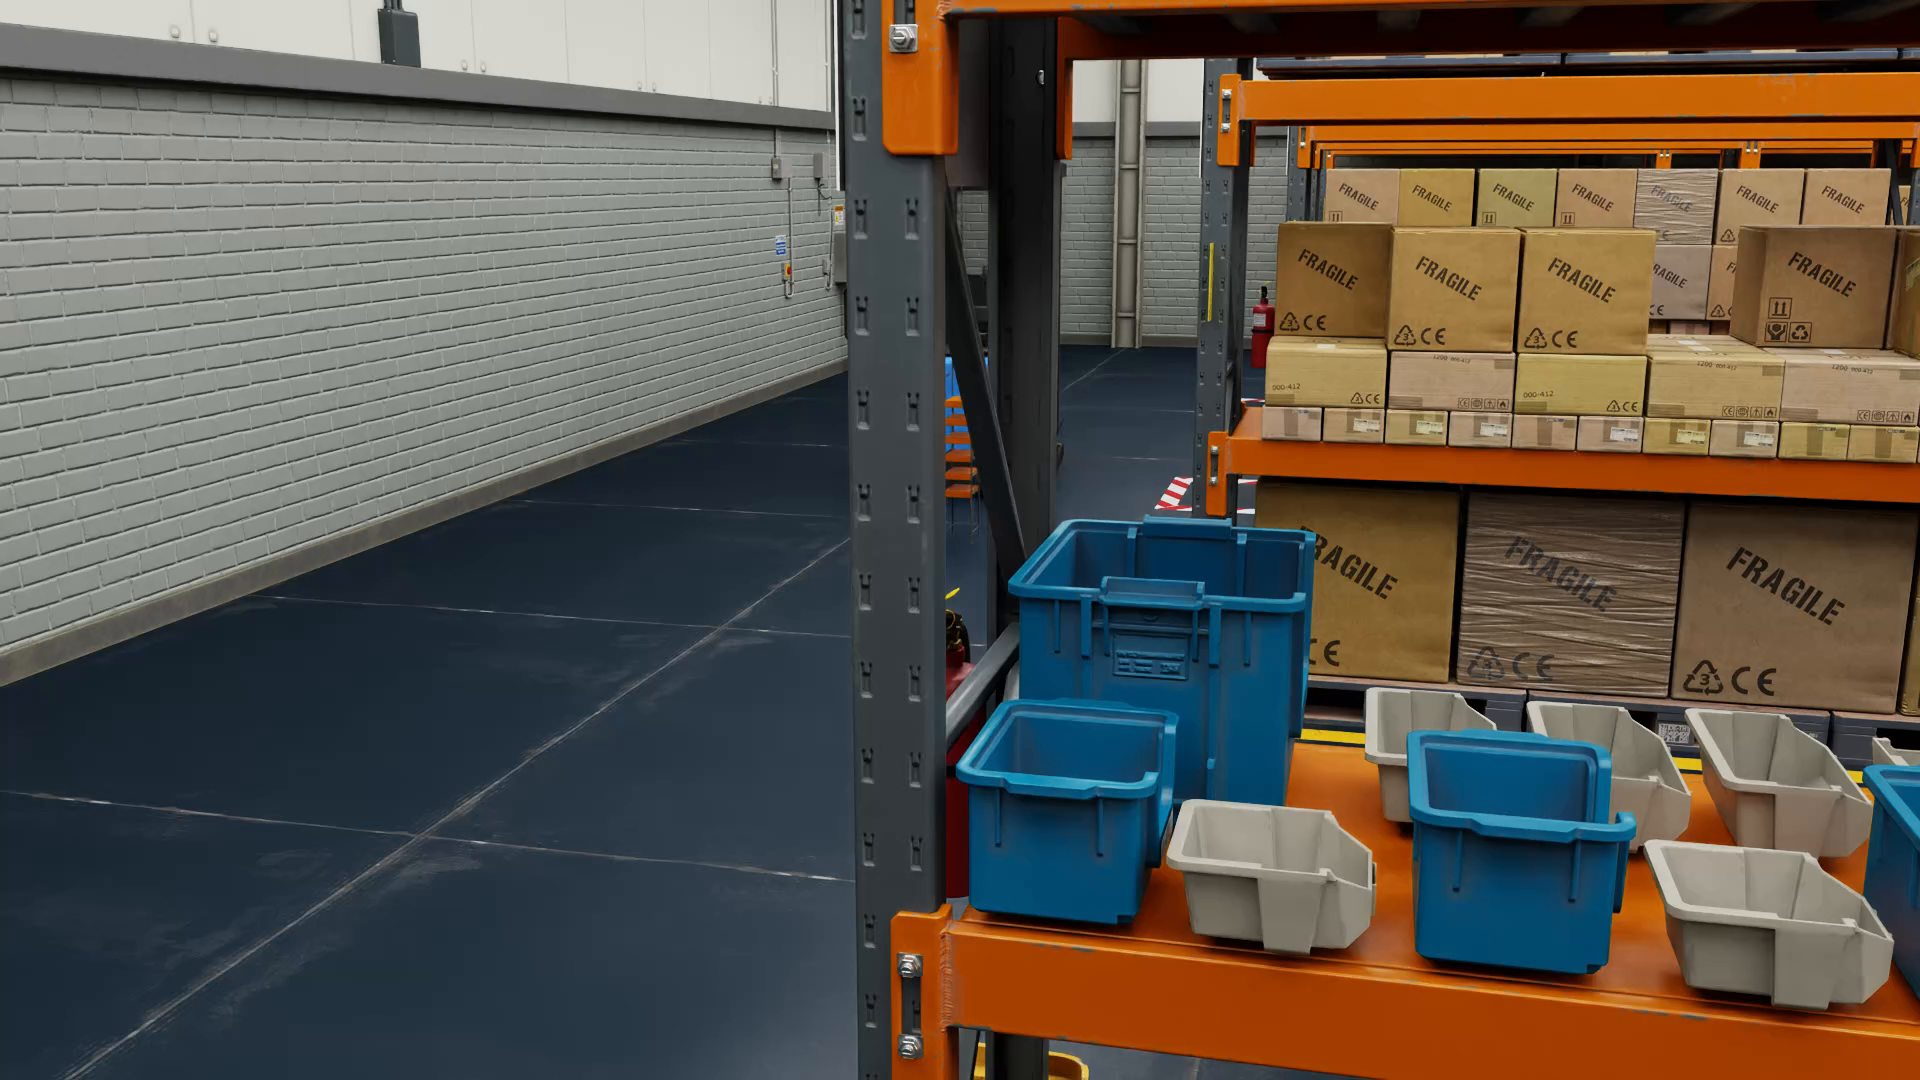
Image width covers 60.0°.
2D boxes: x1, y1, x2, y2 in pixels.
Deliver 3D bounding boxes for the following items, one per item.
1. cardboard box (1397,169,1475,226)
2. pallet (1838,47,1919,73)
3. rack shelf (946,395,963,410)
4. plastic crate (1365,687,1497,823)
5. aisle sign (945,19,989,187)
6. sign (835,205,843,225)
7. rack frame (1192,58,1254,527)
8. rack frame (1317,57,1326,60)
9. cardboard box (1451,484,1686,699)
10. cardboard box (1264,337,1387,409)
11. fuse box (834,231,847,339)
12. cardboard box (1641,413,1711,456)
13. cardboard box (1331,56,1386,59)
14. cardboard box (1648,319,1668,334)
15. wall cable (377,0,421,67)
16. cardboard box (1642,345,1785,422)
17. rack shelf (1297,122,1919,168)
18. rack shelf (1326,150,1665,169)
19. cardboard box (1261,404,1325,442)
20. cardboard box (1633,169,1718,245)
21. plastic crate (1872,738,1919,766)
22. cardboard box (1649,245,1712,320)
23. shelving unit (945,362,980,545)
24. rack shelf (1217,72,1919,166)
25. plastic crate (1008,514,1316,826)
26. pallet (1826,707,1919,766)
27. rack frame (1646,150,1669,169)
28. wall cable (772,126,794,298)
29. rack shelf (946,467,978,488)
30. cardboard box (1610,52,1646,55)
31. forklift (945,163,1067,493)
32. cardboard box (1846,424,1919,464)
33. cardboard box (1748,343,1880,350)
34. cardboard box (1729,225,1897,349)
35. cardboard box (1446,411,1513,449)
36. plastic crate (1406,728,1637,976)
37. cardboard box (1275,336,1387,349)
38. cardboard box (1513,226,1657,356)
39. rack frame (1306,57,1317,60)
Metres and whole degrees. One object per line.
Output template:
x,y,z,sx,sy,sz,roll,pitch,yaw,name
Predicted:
3.353,-2.365,11.742,0.500,0.500,0.500,3,13,15,cardboard box
4.295,-2.007,6.635,1.213,0.211,1.003,3,13,14,pallet
0.014,-0.893,11.032,0.180,0.103,0.258,3,13,14,rack shelf
0.852,0.396,2.993,0.243,0.136,0.396,3,13,14,plastic crate
0.017,-1.042,3.003,0.004,0.787,0.394,3,13,14,aisle sign
-1.472,-3.957,20.238,0.001,0.242,0.339,3,13,14,sign
1.203,-0.749,7.685,0.127,3.000,1.000,3,13,14,rack frame
3.578,-5.762,16.428,0.127,3.000,1.000,3,13,14,rack frame
2.727,0.147,7.583,0.875,0.875,0.875,3,13,14,cardboard box
1.605,-0.739,7.301,0.500,0.250,0.500,3,13,12,cardboard box
-1.258,-2.926,20.471,0.414,1.711,0.539,3,13,14,fuse box
2.962,-0.459,6.958,0.250,0.149,0.380,3,13,12,cardboard box
2.863,-3.344,11.648,0.500,0.250,0.500,3,13,14,cardboard box
4.769,-1.490,11.604,0.250,0.149,0.380,3,13,13,cardboard box
-3.461,-6.267,11.276,0.120,5.999,2.277,3,13,14,wall cable
3.106,-0.661,6.947,0.500,0.250,0.500,3,13,12,cardboard box
4.431,-2.796,11.647,4.000,0.370,1.077,3,13,14,rack shelf
6.705,-4.886,21.068,4.000,0.370,1.077,3,13,14,rack shelf
1.469,-0.539,7.316,0.250,0.149,0.380,3,13,14,cardboard box
4.855,-2.284,11.378,0.500,0.500,0.500,3,13,15,cardboard box
1.698,0.435,2.818,0.250,0.136,0.298,3,13,14,plastic crate
4.849,-1.792,11.469,0.500,0.500,0.500,3,13,13,cardboard box
0.014,-0.585,11.100,0.189,1.200,0.258,3,13,14,shelving unit
3.145,-1.758,6.970,4.000,0.370,1.077,3,13,14,rack shelf
0.386,0.224,3.079,0.499,0.435,0.616,3,13,14,plastic crate
4.367,0.764,7.303,1.213,0.211,1.003,3,13,14,pallet
8.647,-3.669,20.848,0.127,3.000,1.000,3,13,14,rack frame
-1.902,-3.632,18.261,0.123,1.953,0.585,3,13,14,wall cable
0.014,-0.424,11.136,0.180,0.103,0.258,3,13,14,rack shelf
4.340,-3.263,11.283,0.500,0.250,0.500,3,13,11,cardboard box
0.300,-2.057,13.738,1.130,2.935,3.031,1,13,6,forklift
3.713,-0.419,6.777,0.250,0.149,0.380,3,13,15,cardboard box
3.707,-0.746,7.328,0.500,0.250,0.500,3,13,15,cardboard box
3.700,-1.111,7.246,0.500,0.500,0.500,3,13,12,cardboard box
2.220,-0.499,7.138,0.250,0.149,0.380,3,13,13,cardboard box
0.816,0.461,2.478,0.300,0.233,0.416,3,13,14,plastic crate
1.737,-0.852,7.807,0.500,0.250,0.500,3,13,13,cardboard box
2.594,-1.054,6.987,0.500,0.500,0.500,3,13,12,cardboard box
2.490,-4.716,11.712,0.127,3.000,1.000,3,13,14,rack frame
